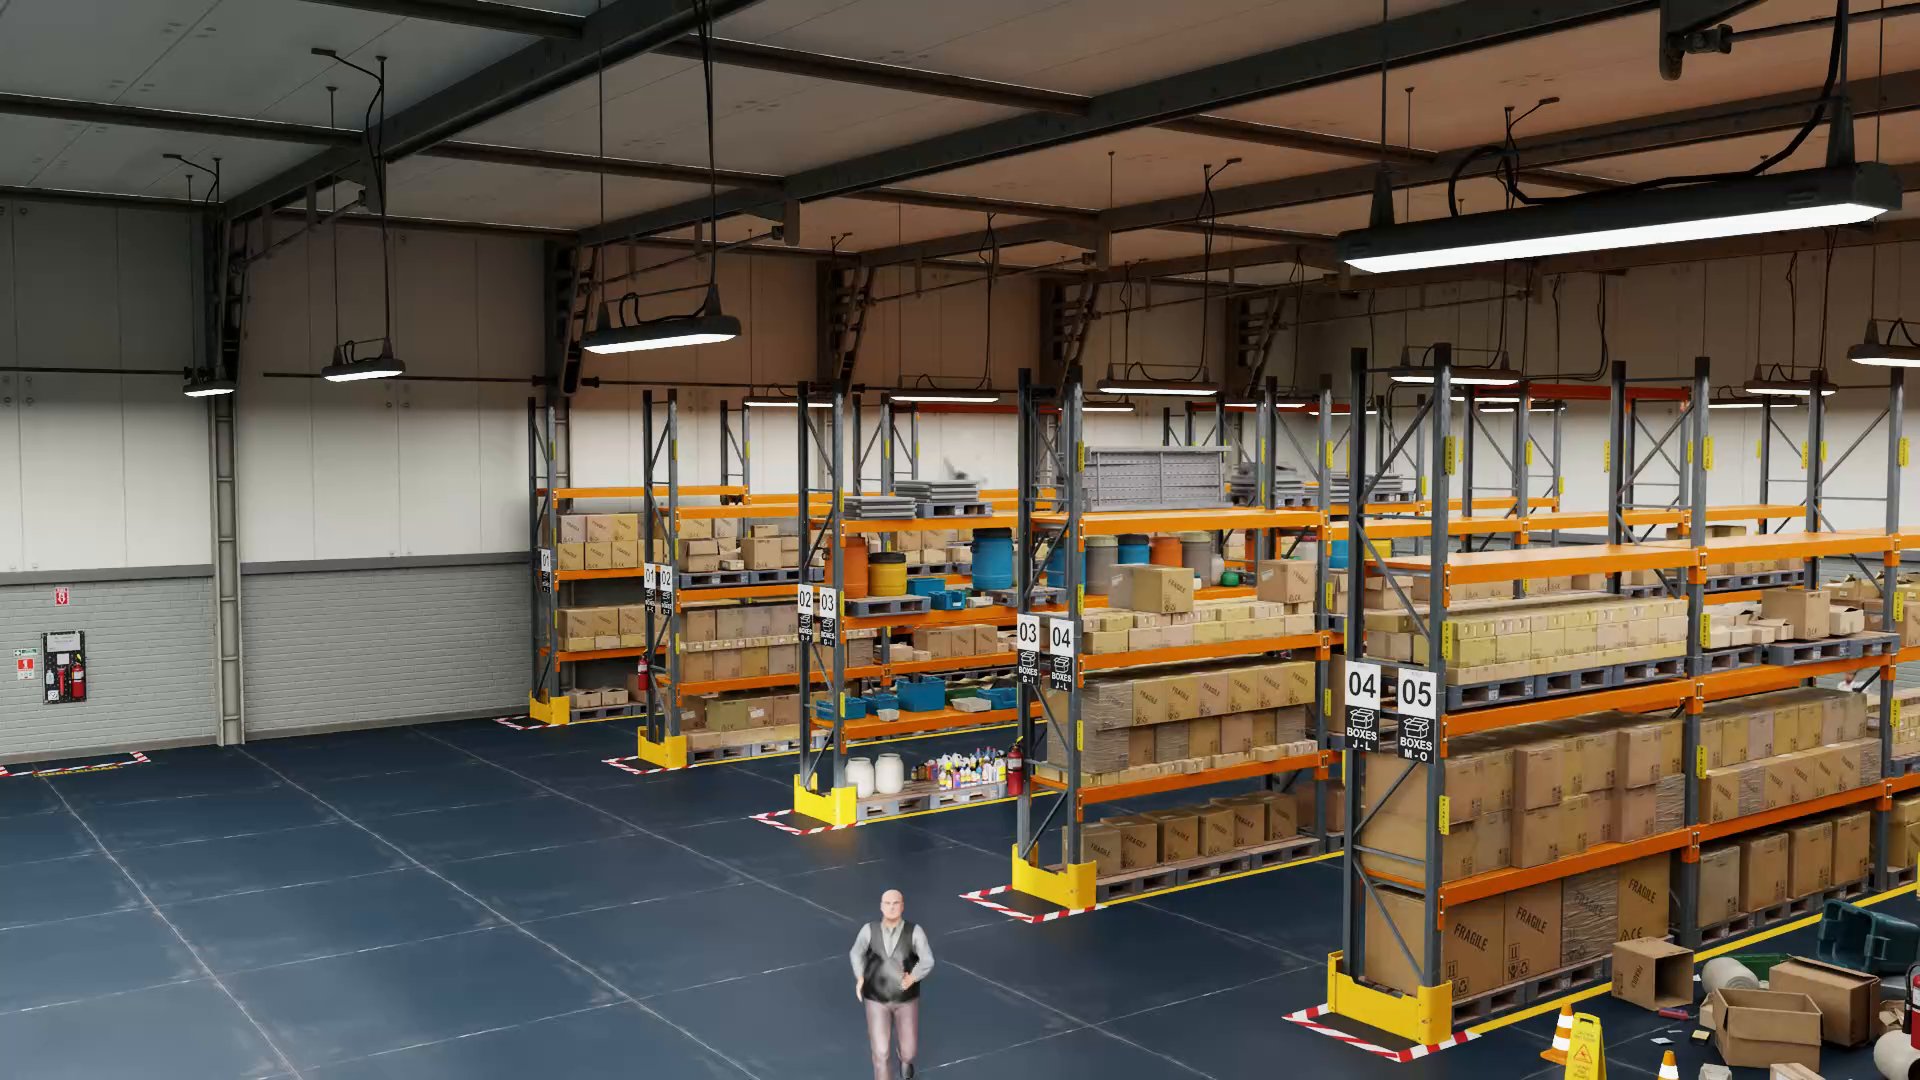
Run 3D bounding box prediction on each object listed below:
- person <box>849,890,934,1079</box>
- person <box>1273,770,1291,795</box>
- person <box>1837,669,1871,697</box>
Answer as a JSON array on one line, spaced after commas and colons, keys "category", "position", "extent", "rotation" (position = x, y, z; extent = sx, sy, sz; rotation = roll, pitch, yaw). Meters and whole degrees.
[{"category": "person", "position": [-0.534, 3.592, 12.911], "extent": [0.668, 1.618, 0.803], "rotation": [0, 3, 0]}, {"category": "person", "position": [4.551, 2.956, 23.454], "extent": [0.574, 1.658, 0.558], "rotation": [3, 4, 40]}, {"category": "person", "position": [13.911, 2.792, 25.936], "extent": [0.822, 1.707, 0.625], "rotation": [-3, 5, -42]}]
